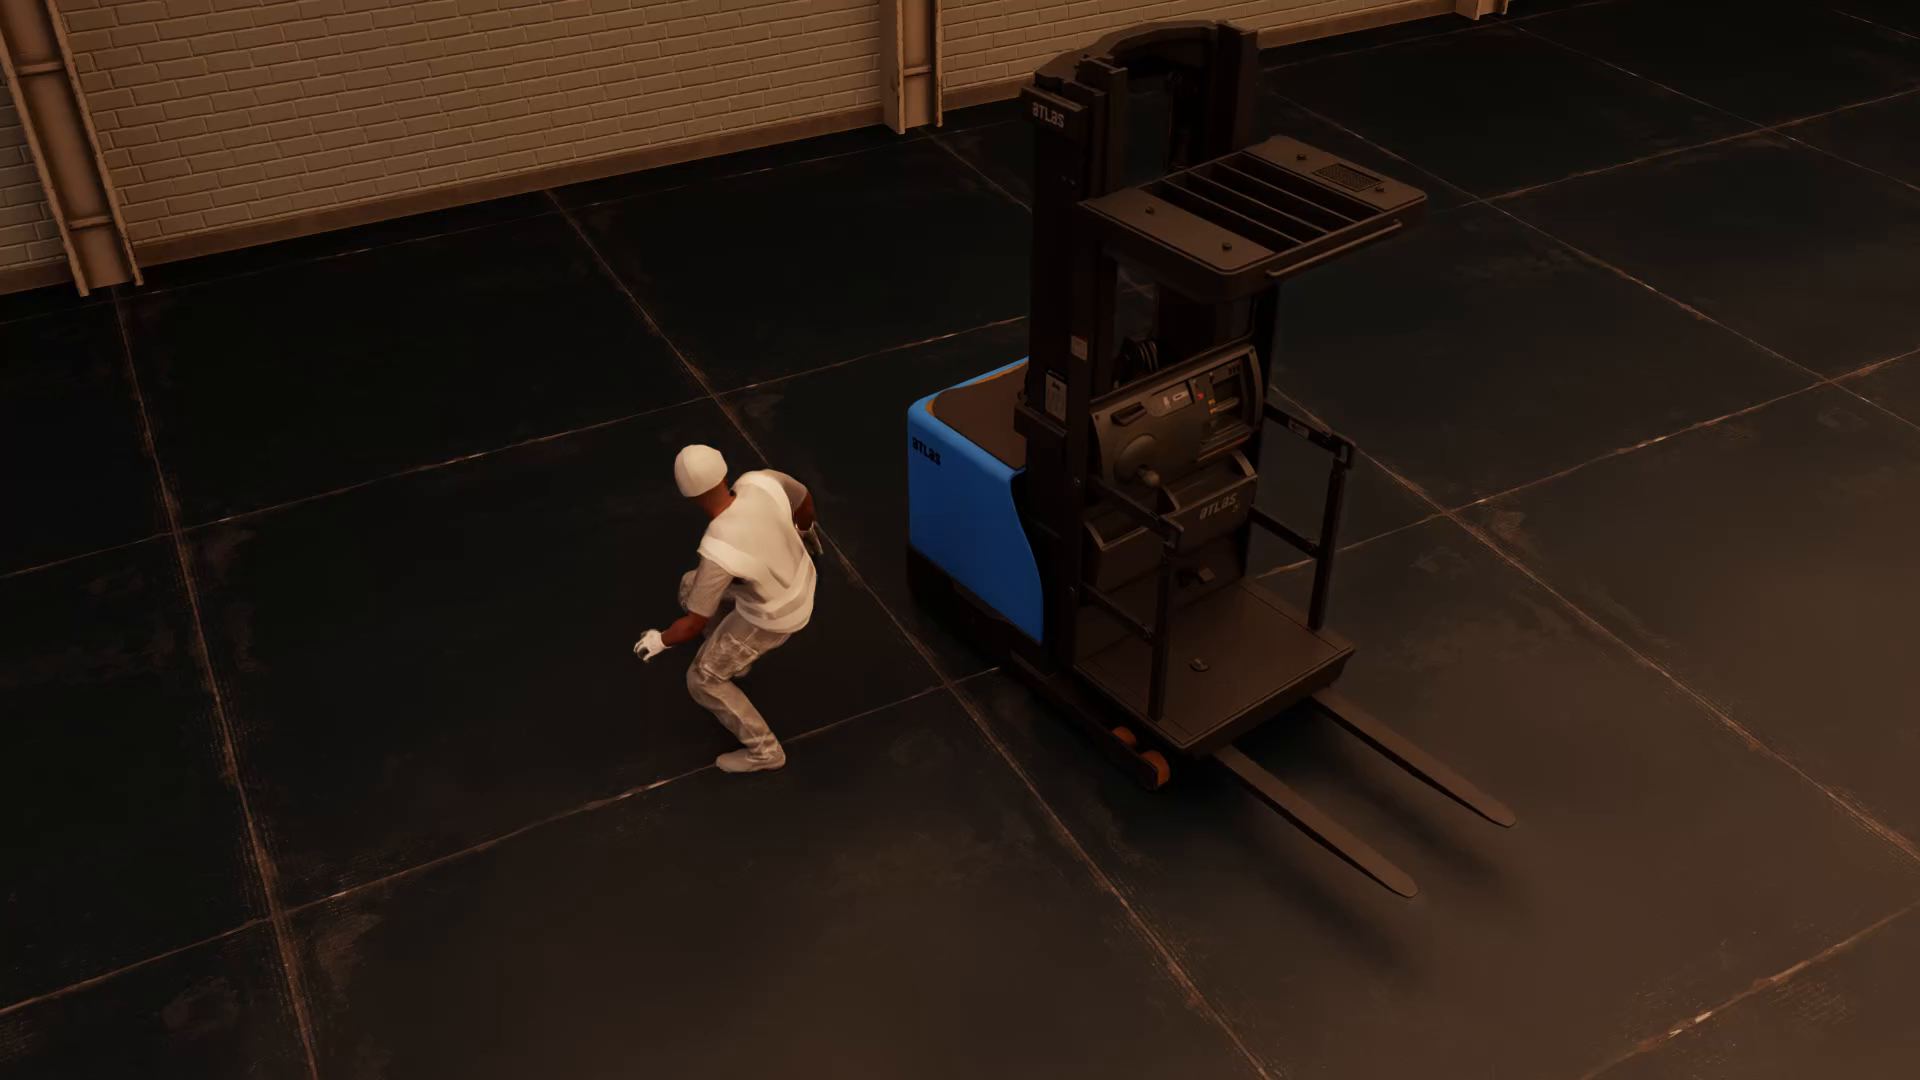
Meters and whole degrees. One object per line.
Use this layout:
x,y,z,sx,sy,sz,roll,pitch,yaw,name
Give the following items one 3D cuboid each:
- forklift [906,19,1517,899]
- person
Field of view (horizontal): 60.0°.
1.042,-0.454,6.766,1.130,2.935,3.031,-24,42,-30,forklift
-0.983,0.204,7.081,0.719,1.540,0.822,5,36,7,person
